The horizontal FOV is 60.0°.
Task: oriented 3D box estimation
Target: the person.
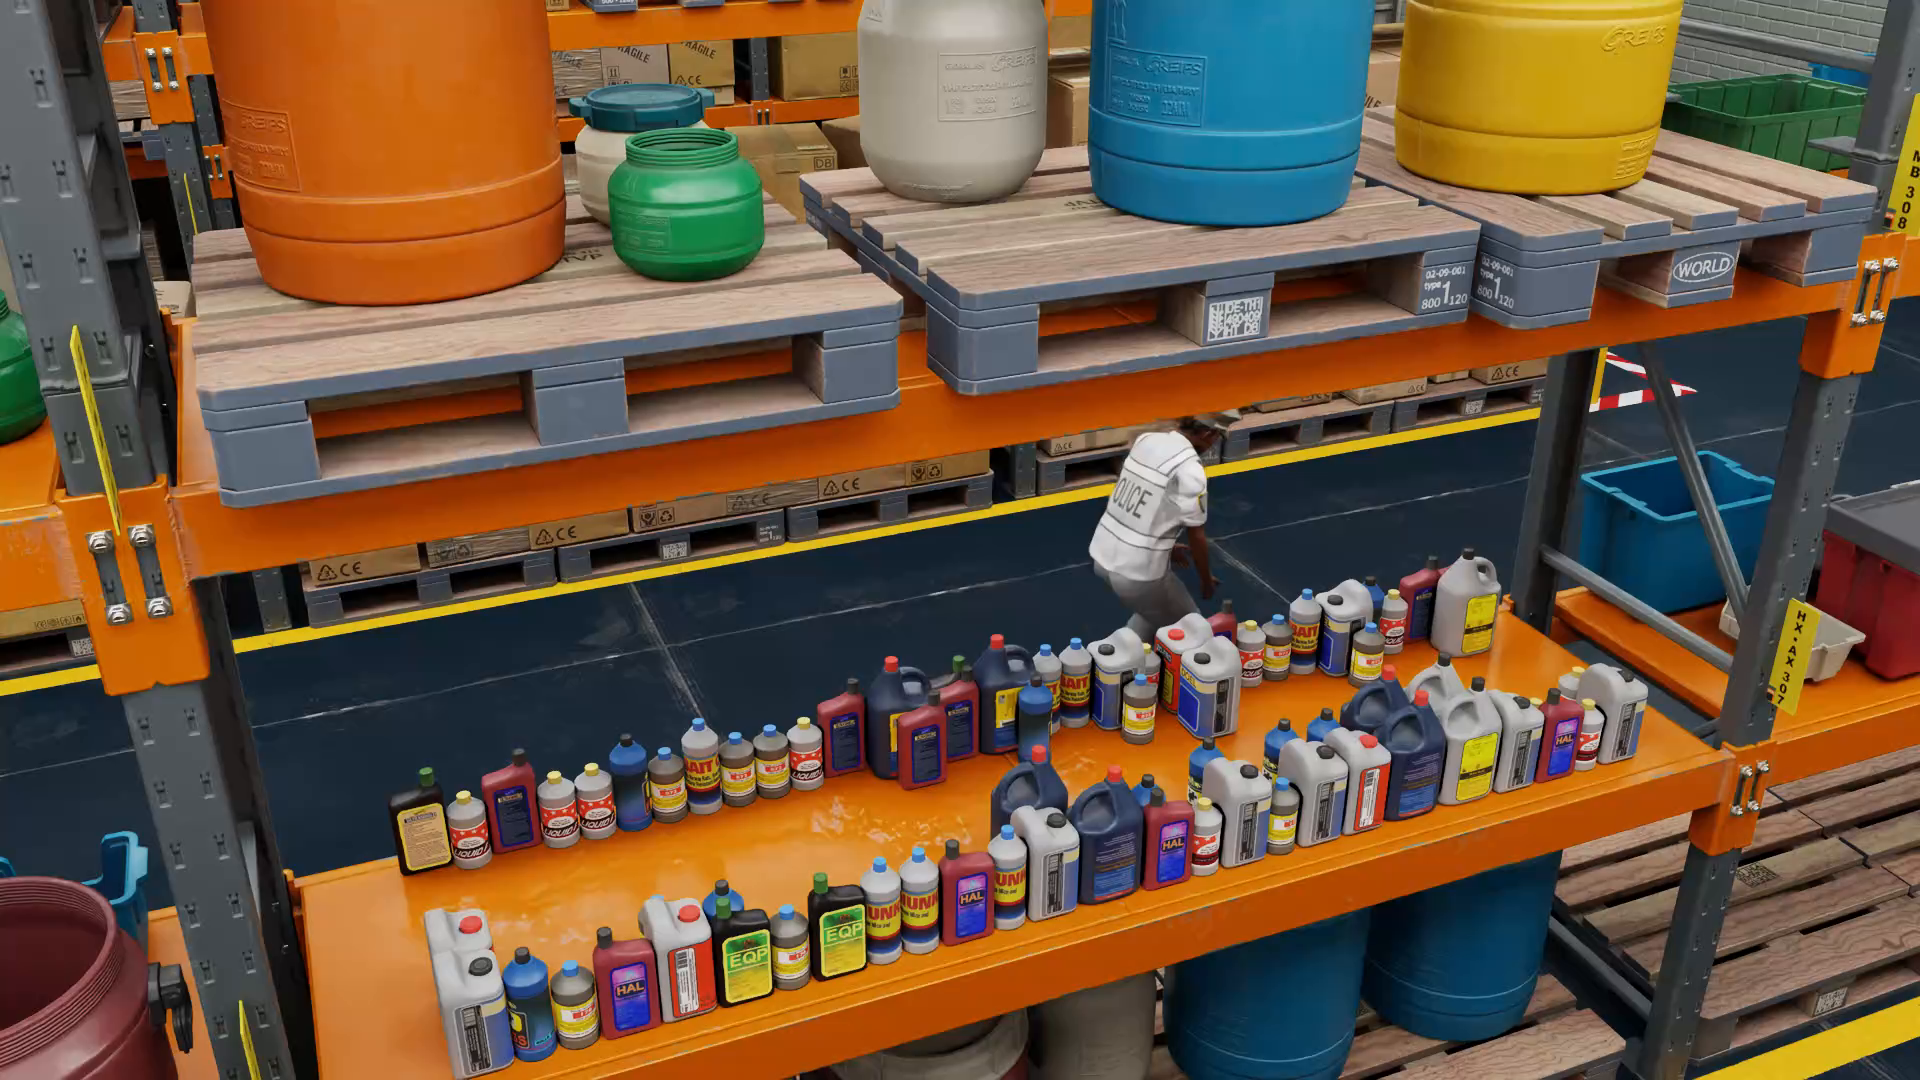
[{"bbox_3d":[0.866,0.081,7.188,0.649,1.464,0.492,-10,28,-20],"label":"person"}]
